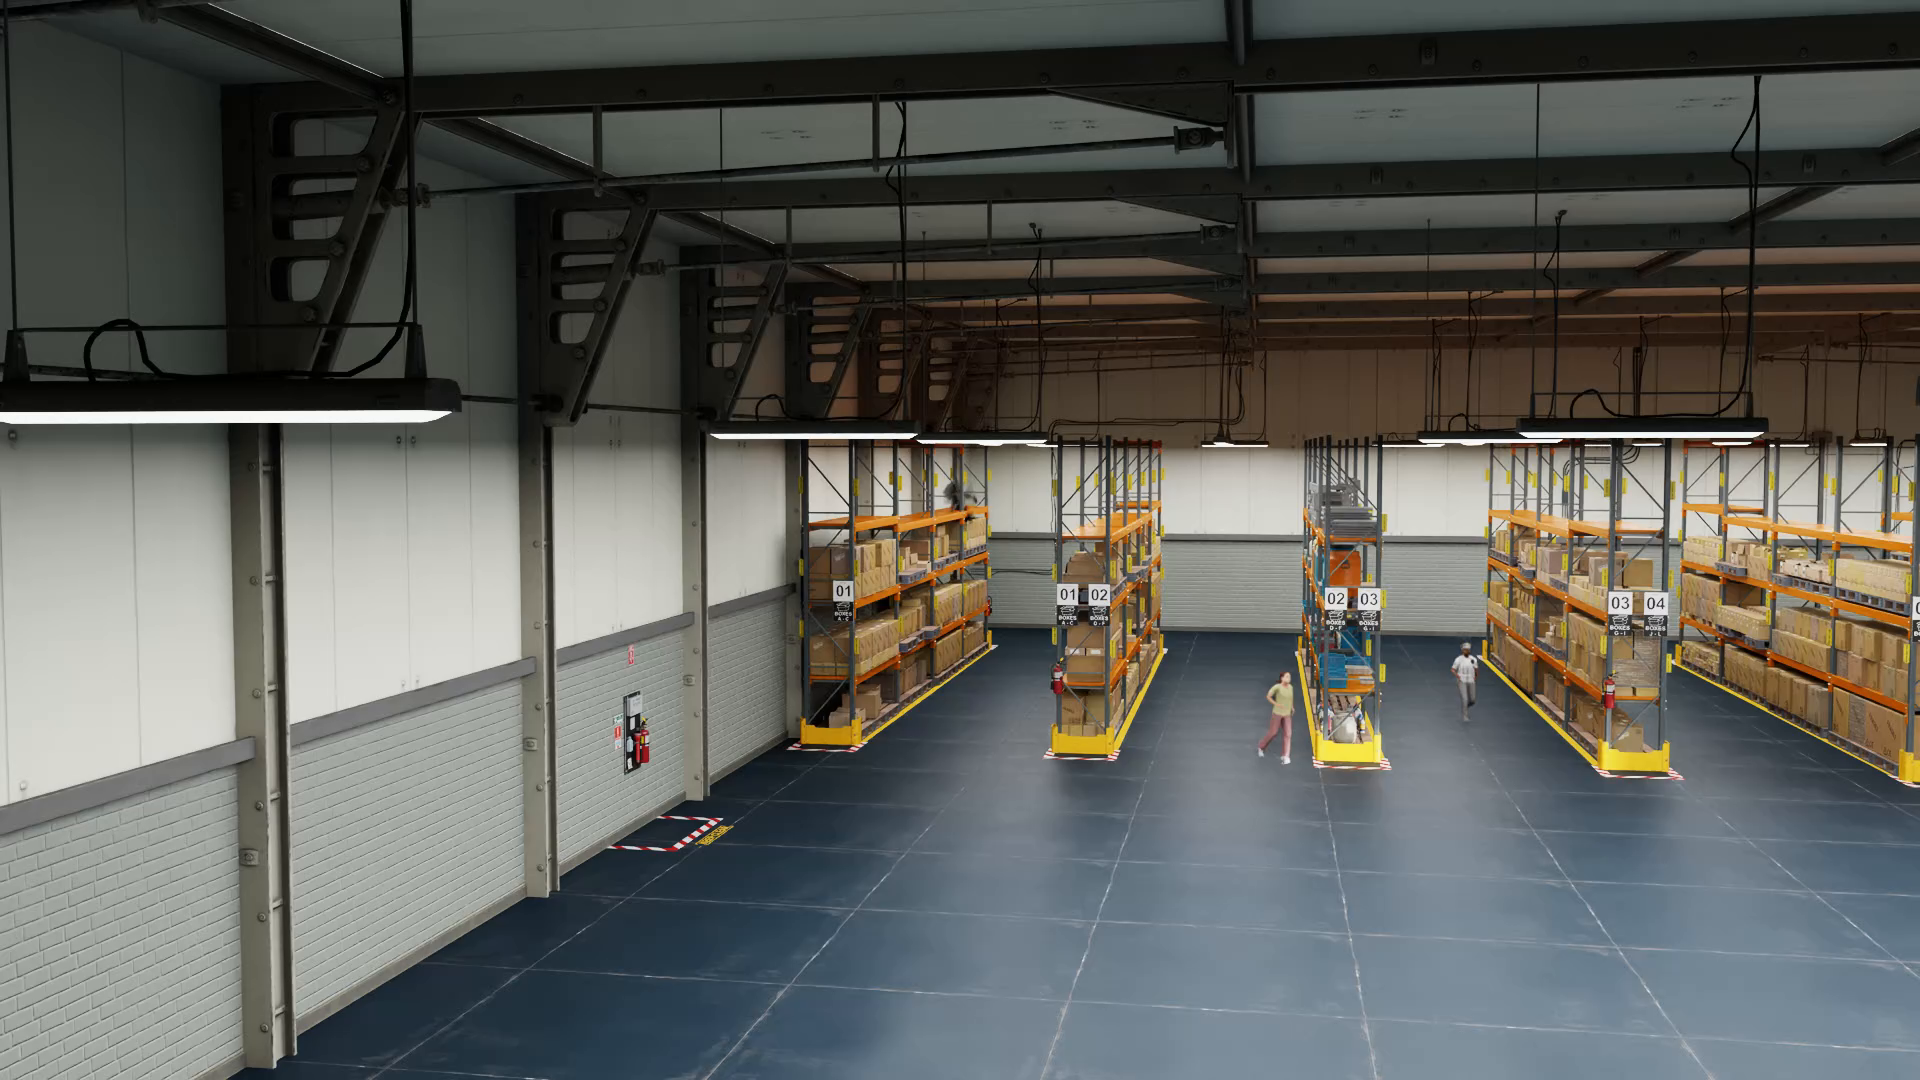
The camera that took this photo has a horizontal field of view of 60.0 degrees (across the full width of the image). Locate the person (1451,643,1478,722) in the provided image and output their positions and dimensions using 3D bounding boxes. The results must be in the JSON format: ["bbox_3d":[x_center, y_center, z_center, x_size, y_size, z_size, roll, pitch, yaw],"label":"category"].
[{"bbox_3d":[10.688,2.992,35.183,0.574,1.650,0.587,0,3,3],"label":"person"}]

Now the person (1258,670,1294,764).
[{"bbox_3d":[5.940,3.226,30.618,0.640,1.654,0.942,-1,3,-20],"label":"person"}]
